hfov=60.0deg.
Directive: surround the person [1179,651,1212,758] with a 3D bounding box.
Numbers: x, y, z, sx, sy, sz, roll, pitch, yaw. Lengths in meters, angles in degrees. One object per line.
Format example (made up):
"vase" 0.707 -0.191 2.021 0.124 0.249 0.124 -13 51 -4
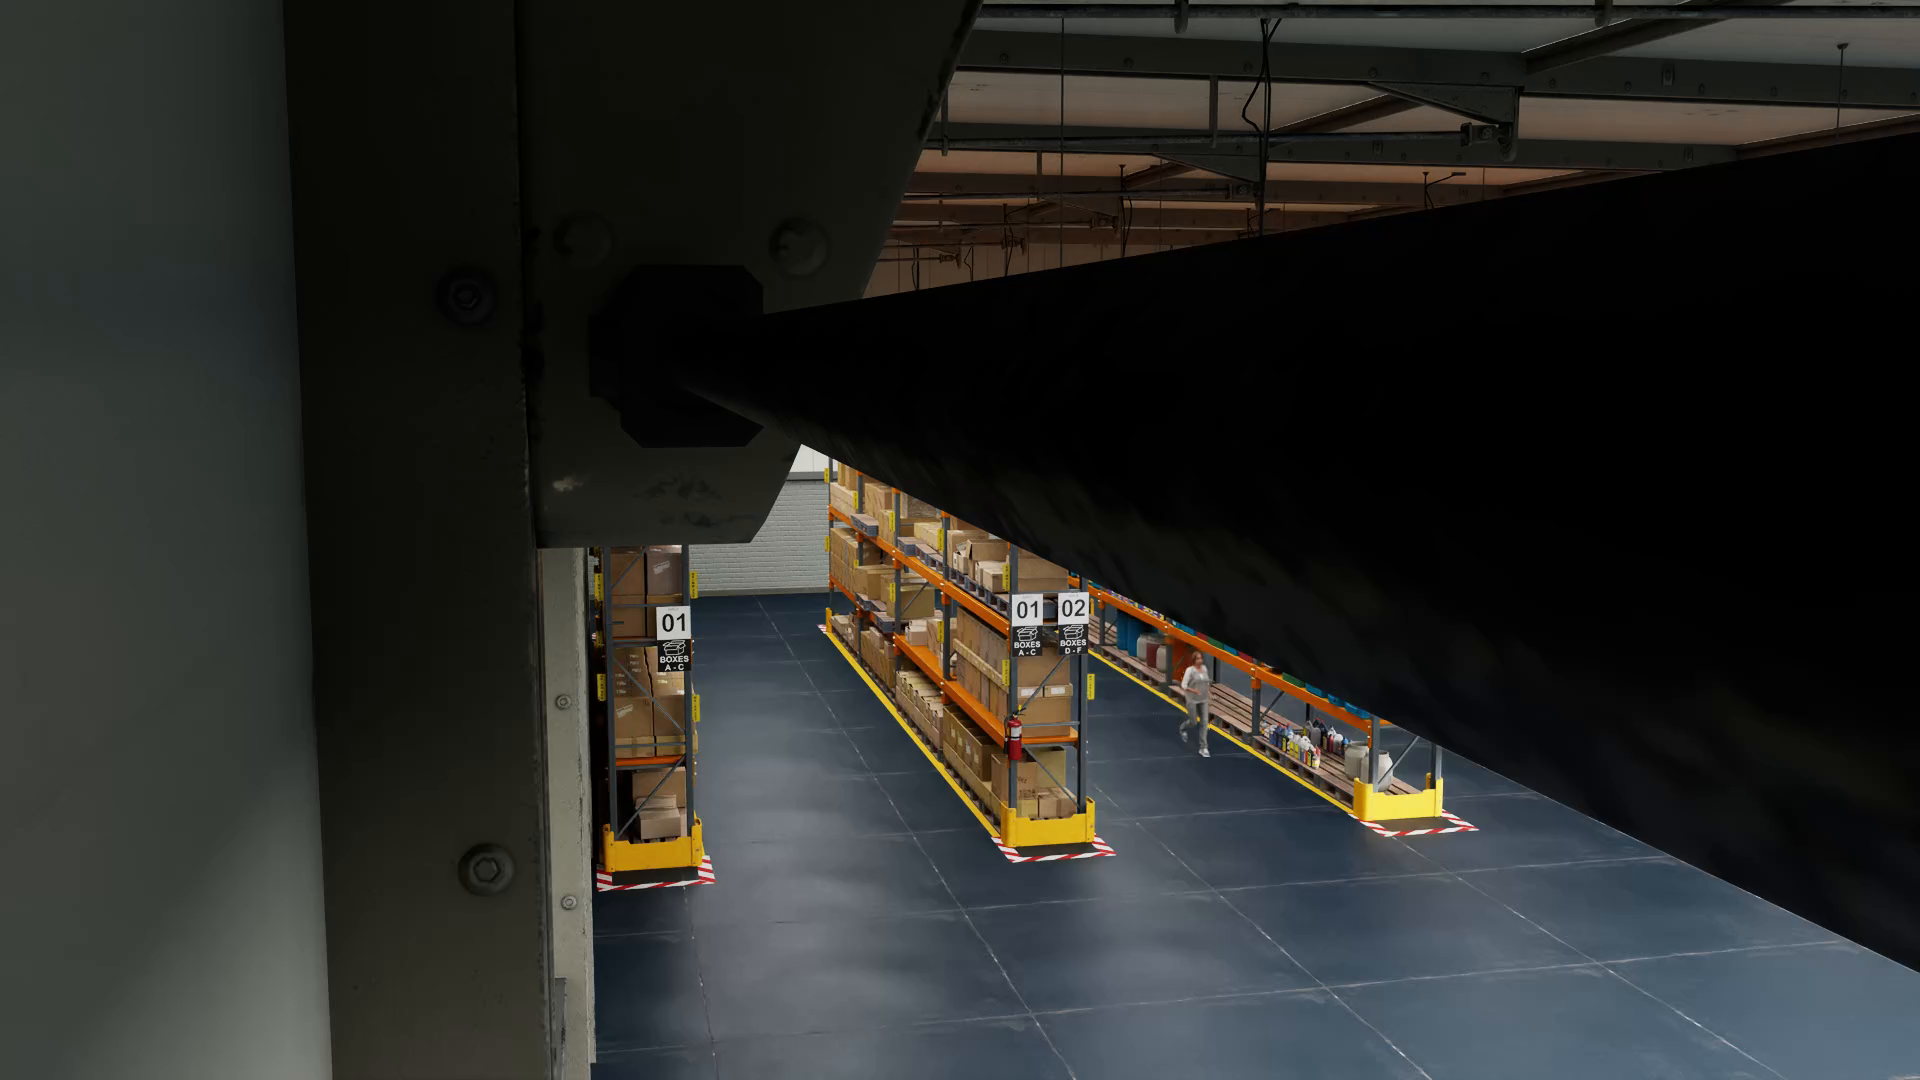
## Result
"person" 3.652 2.495 25.646 0.537 1.587 0.860 -2 7 -18
